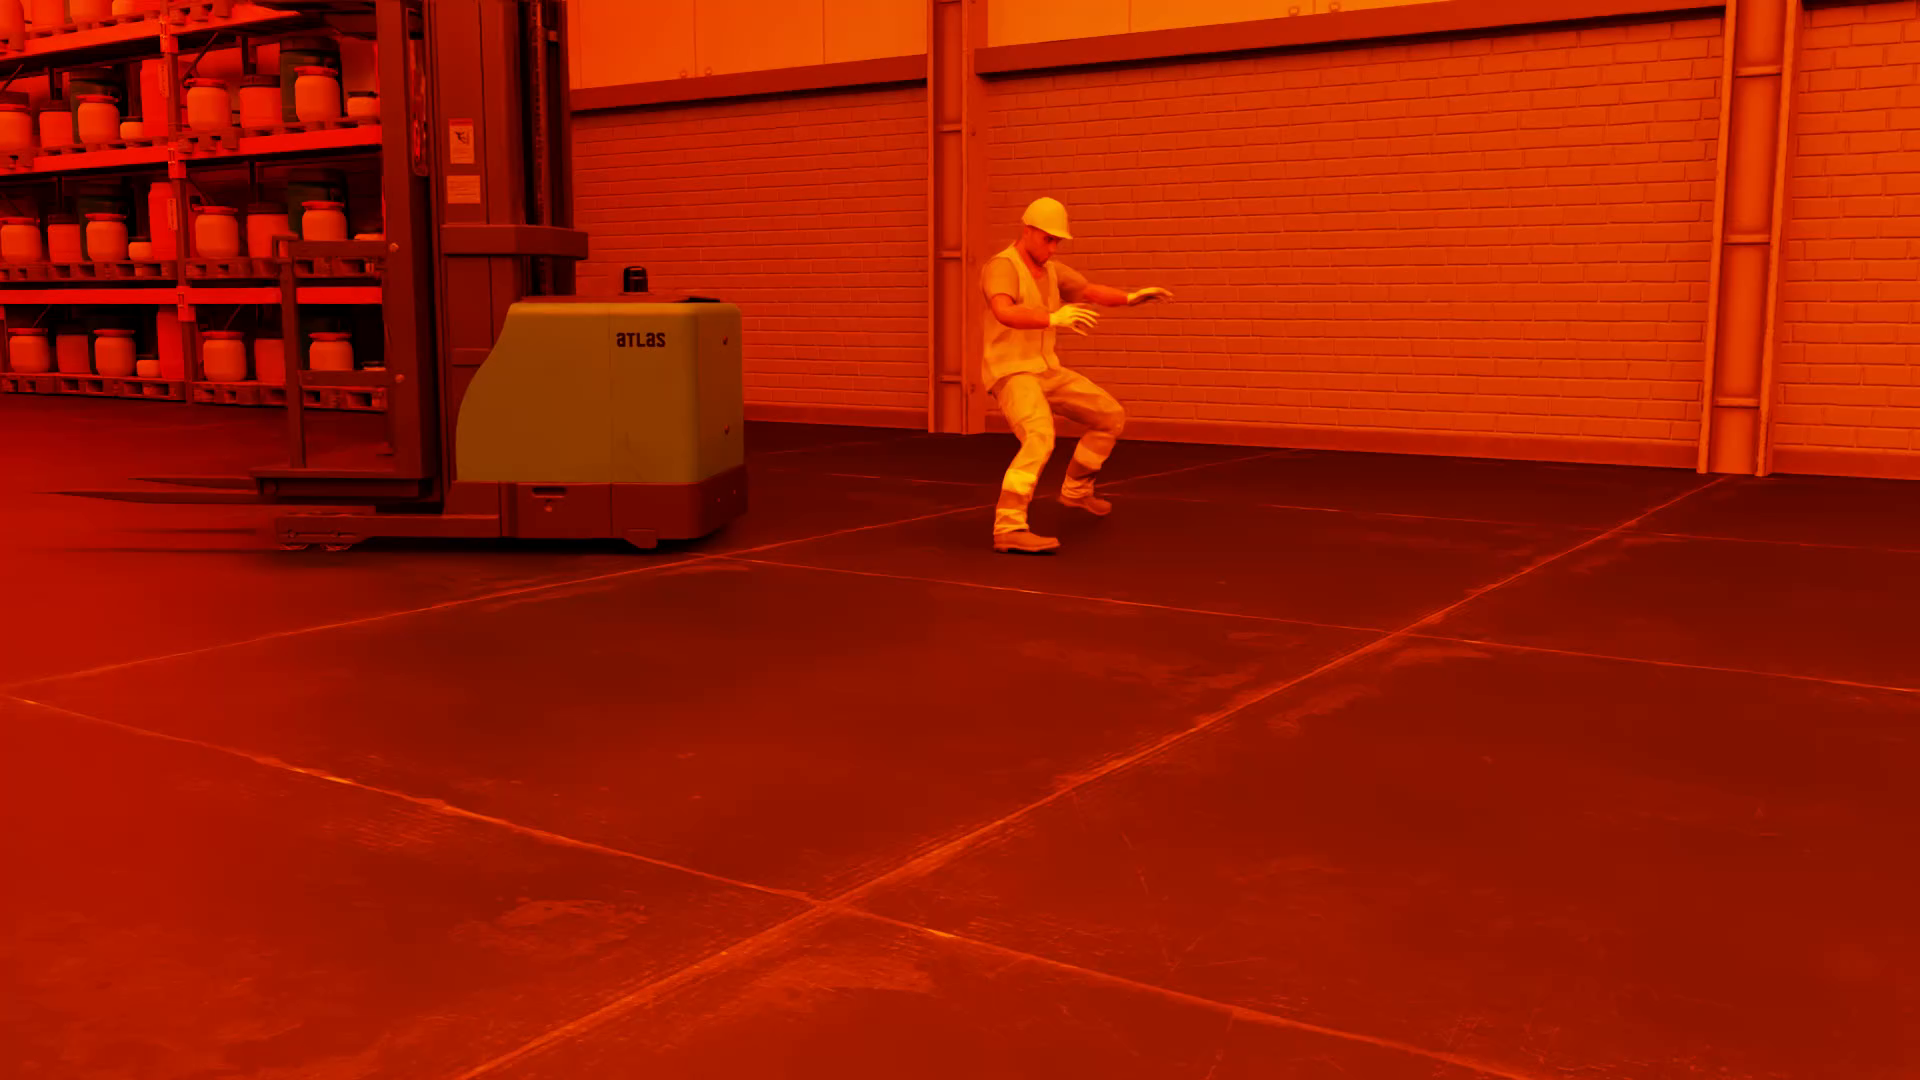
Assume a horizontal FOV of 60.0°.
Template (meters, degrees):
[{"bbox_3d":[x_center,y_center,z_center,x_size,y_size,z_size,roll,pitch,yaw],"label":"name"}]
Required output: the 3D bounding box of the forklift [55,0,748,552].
[{"bbox_3d":[-2.573,-1.474,7.558,3.031,2.935,1.130,1,8,5],"label":"forklift"}]

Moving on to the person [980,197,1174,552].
[{"bbox_3d":[0.461,-0.789,7.658,0.692,1.548,1.229,6,10,38],"label":"person"}]
